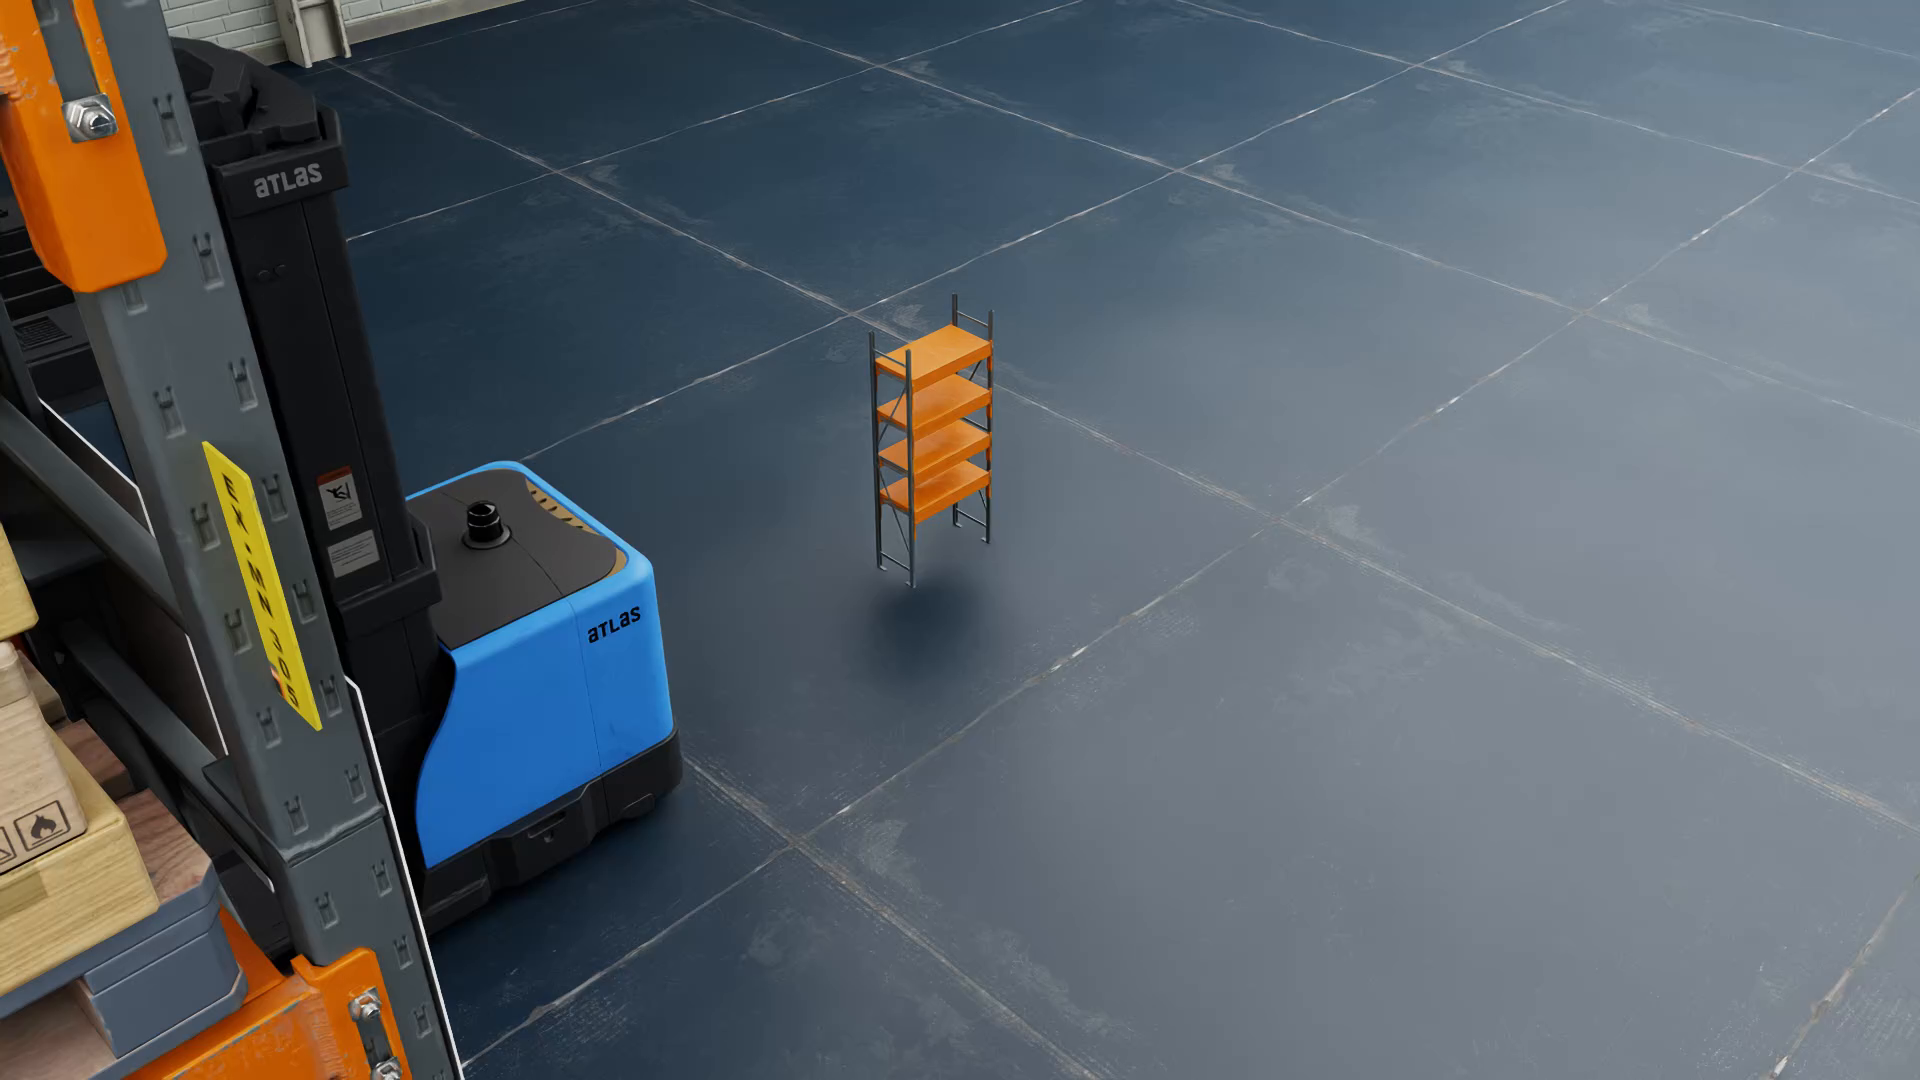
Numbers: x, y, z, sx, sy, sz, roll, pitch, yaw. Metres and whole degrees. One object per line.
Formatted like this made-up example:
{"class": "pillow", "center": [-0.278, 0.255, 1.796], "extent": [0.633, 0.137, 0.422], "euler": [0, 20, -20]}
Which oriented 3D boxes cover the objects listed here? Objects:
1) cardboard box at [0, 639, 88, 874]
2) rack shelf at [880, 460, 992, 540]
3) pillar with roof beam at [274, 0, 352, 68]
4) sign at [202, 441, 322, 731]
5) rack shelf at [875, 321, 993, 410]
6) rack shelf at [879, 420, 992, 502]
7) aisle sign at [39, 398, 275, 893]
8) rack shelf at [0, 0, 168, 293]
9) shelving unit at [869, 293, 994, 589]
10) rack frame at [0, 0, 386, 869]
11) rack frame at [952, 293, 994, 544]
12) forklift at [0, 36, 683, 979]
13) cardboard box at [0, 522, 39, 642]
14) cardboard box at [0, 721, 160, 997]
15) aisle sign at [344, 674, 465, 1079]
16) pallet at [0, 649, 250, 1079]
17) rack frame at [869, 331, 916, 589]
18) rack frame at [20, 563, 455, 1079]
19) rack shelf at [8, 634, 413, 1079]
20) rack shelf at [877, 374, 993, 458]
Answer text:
{"class": "cardboard box", "center": [-1.245, 0.197, 1.640], "extent": [0.500, 0.250, 0.500], "euler": [-29, 44, -35]}
{"class": "rack shelf", "center": [-0.117, -0.207, 7.463], "extent": [0.258, 0.148, 0.480], "euler": [30, 45, 35]}
{"class": "pillar with roof beam", "center": [-2.055, -5.805, 8.208], "extent": [9.100, 9.000, 0.400], "euler": [30, 45, 35]}
{"class": "sign", "center": [-0.723, 0.053, 1.725], "extent": [0.100, 0.325, 0.005], "euler": [30, 45, 35]}
{"class": "rack shelf", "center": [-0.117, -0.747, 7.086], "extent": [0.258, 0.148, 0.480], "euler": [30, 45, 35]}
{"class": "rack shelf", "center": [-0.117, -0.370, 7.349], "extent": [0.258, 0.148, 0.480], "euler": [30, 45, 35]}
{"class": "aisle sign", "center": [-1.261, 0.173, 2.607], "extent": [0.394, 0.787, 0.004], "euler": [30, 45, 35]}
{"class": "rack shelf", "center": [-2.507, 0.200, 0.575], "extent": [1.077, 0.370, 4.000], "euler": [30, 45, 35]}
{"class": "shelving unit", "center": [-0.117, -0.425, 7.310], "extent": [0.258, 1.200, 0.503], "euler": [30, 45, 35]}
{"class": "rack frame", "center": [-1.098, -1.071, 1.419], "extent": [1.000, 3.000, 0.127], "euler": [30, 45, 35]}
{"class": "rack frame", "center": [0.055, -0.524, 7.452], "extent": [0.240, 1.200, 0.015], "euler": [30, 45, 35]}
{"class": "forklift", "center": [-2.478, 0.127, 5.006], "extent": [3.031, 2.935, 1.130], "euler": [-28, 44, -34]}
{"class": "cardboard box", "center": [-1.095, -0.005, 1.580], "extent": [0.250, 0.149, 0.380], "euler": [-29, 44, -35]}
{"class": "cardboard box", "center": [-1.092, 0.320, 1.811], "extent": [0.380, 0.149, 0.250], "euler": [29, 44, 35]}
{"class": "aisle sign", "center": [-0.835, 0.415, 2.260], "extent": [0.394, 0.787, 0.004], "euler": [30, 45, 35]}
{"class": "pallet", "center": [-1.613, 0.501, 1.865], "extent": [1.003, 0.211, 1.213], "euler": [30, 45, 35]}
{"class": "rack frame", "center": [-0.289, -0.326, 7.168], "extent": [0.240, 1.200, 0.015], "euler": [30, 45, 35]}
{"class": "rack frame", "center": [-1.098, 1.389, 3.136], "extent": [1.000, 3.000, 0.127], "euler": [30, 45, 35]}
{"class": "rack shelf", "center": [-2.507, 1.266, 1.319], "extent": [1.077, 0.370, 4.000], "euler": [30, 45, 35]}
{"class": "rack shelf", "center": [-0.117, -0.553, 7.221], "extent": [0.258, 0.148, 0.480], "euler": [30, 45, 35]}
